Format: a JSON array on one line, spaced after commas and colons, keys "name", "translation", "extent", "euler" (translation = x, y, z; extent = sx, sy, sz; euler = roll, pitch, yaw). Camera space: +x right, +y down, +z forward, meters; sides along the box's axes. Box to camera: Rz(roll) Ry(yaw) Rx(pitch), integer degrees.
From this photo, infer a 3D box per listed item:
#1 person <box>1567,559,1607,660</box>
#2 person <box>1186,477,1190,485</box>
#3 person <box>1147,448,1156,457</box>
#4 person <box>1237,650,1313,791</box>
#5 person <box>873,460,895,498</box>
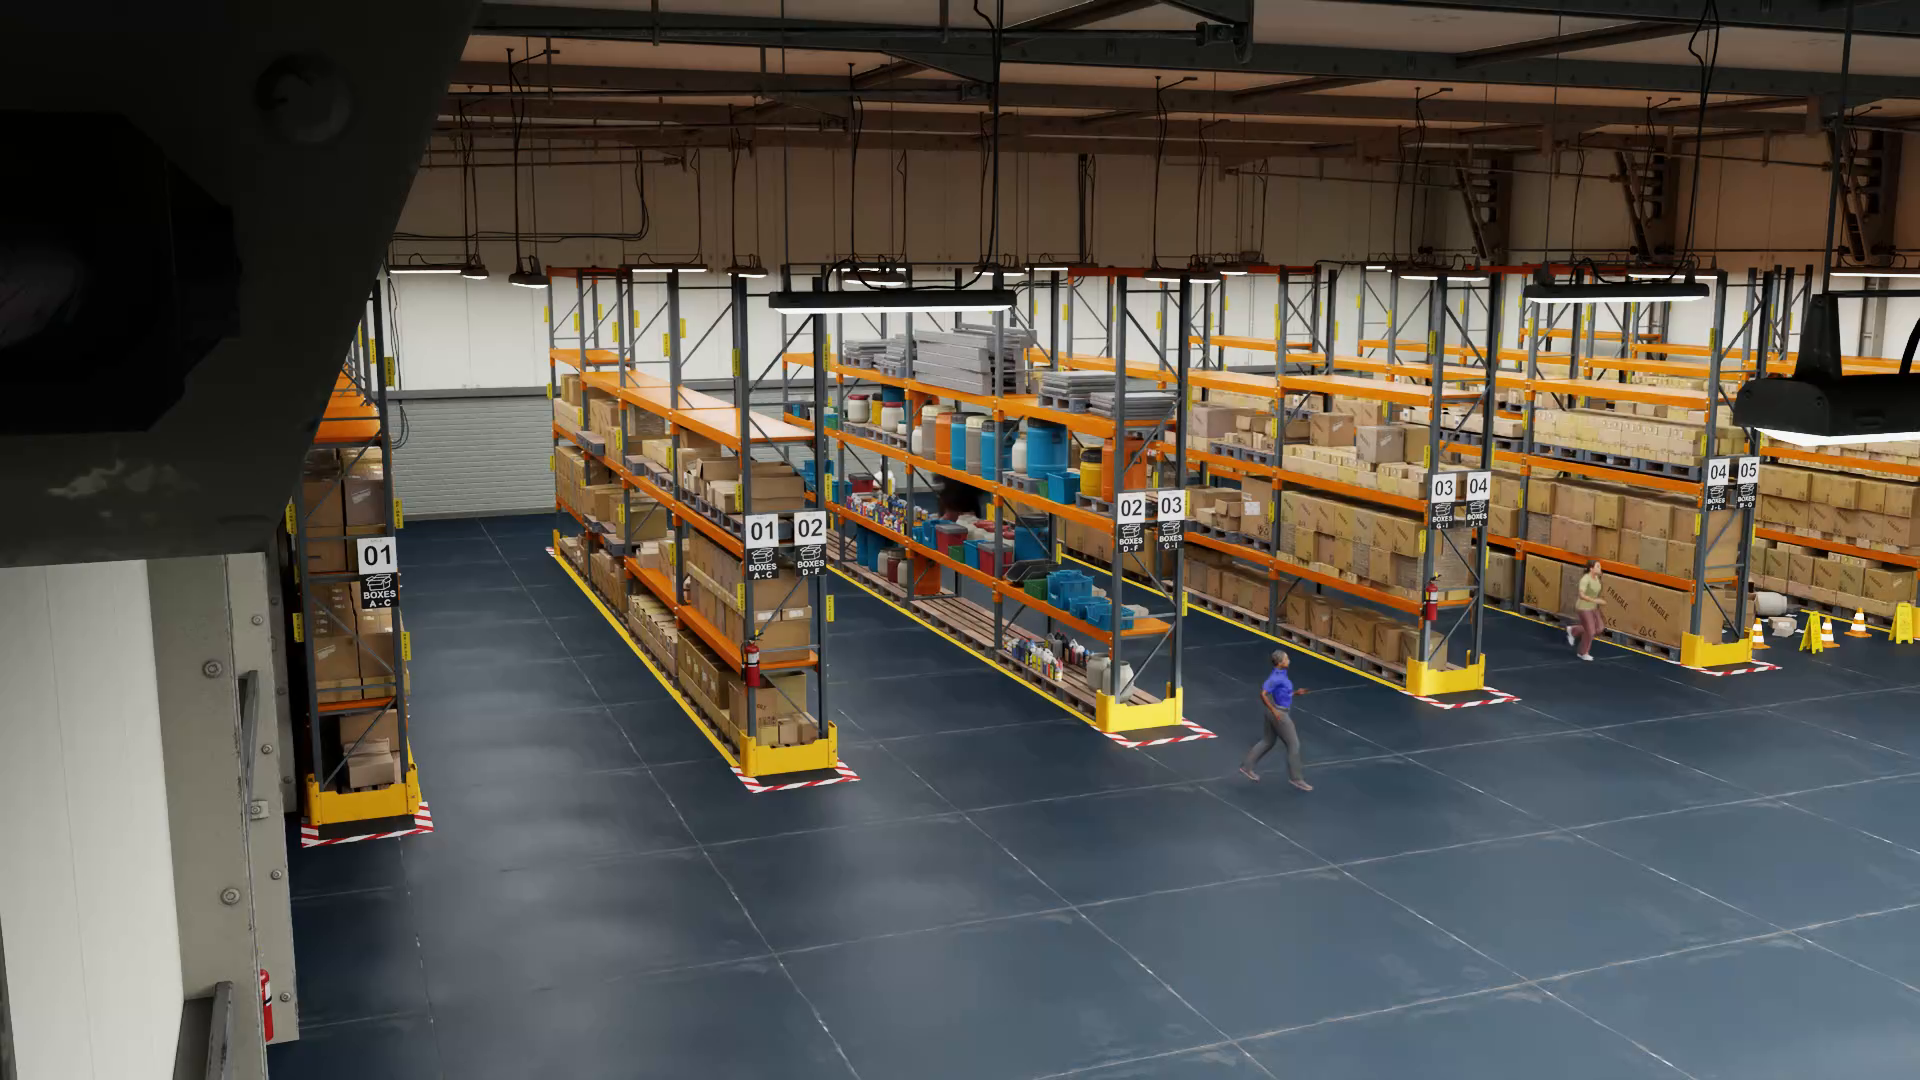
[{"name": "person", "translation": [9.781, 1.074, 25.898], "extent": [0.612, 1.621, 0.622], "euler": [-10, 14, -44]}, {"name": "person", "translation": [4.736, -0.644, 35.592], "extent": [0.565, 1.626, 0.610], "euler": [-4, 11, -23]}, {"name": "person", "translation": [4.549, -1.567, 40.520], "extent": [0.676, 1.817, 0.876], "euler": [7, 12, 35]}, {"name": "person", "translation": [3.761, 2.167, 19.656], "extent": [0.846, 1.589, 0.564], "euler": [0, 10, 2]}, {"name": "person", "translation": [-1.665, -0.969, 37.264], "extent": [0.758, 1.733, 0.653], "euler": [-9, 13, -42]}]
